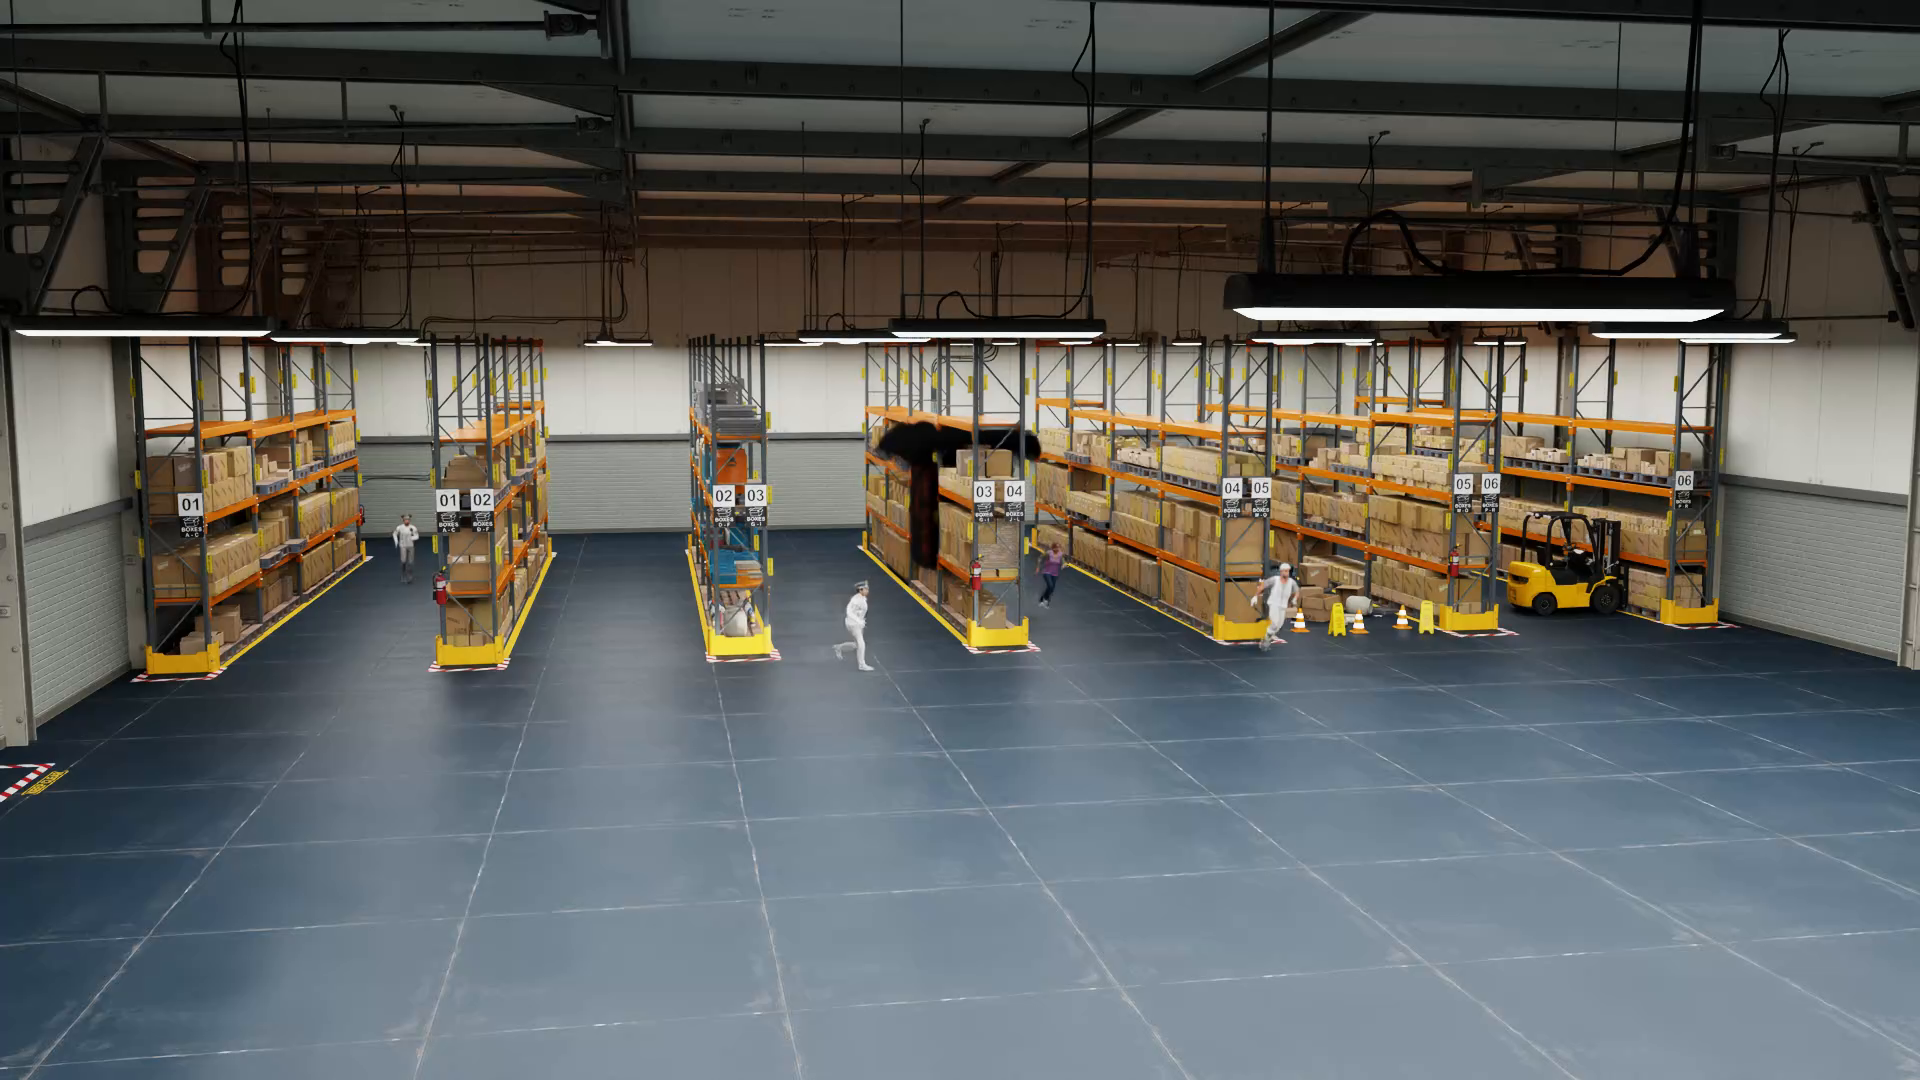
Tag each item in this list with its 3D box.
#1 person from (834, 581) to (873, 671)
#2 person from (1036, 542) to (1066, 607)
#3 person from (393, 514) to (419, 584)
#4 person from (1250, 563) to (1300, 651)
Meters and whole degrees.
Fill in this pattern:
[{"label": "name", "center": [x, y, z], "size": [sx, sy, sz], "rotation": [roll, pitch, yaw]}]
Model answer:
[{"label": "person", "center": [-1.951, 1.526, 29.702], "size": [0.756, 1.644, 0.605], "rotation": [3, 7, 27]}, {"label": "person", "center": [1.961, 0.743, 35.659], "size": [0.535, 1.465, 0.883], "rotation": [-3, 7, -27]}, {"label": "person", "center": [-13.598, 0.211, 40.861], "size": [0.594, 1.713, 0.695], "rotation": [-2, 7, -20]}, {"label": "person", "center": [6.050, 1.284, 31.596], "size": [0.838, 1.686, 0.726], "rotation": [-2, 7, -19]}]
